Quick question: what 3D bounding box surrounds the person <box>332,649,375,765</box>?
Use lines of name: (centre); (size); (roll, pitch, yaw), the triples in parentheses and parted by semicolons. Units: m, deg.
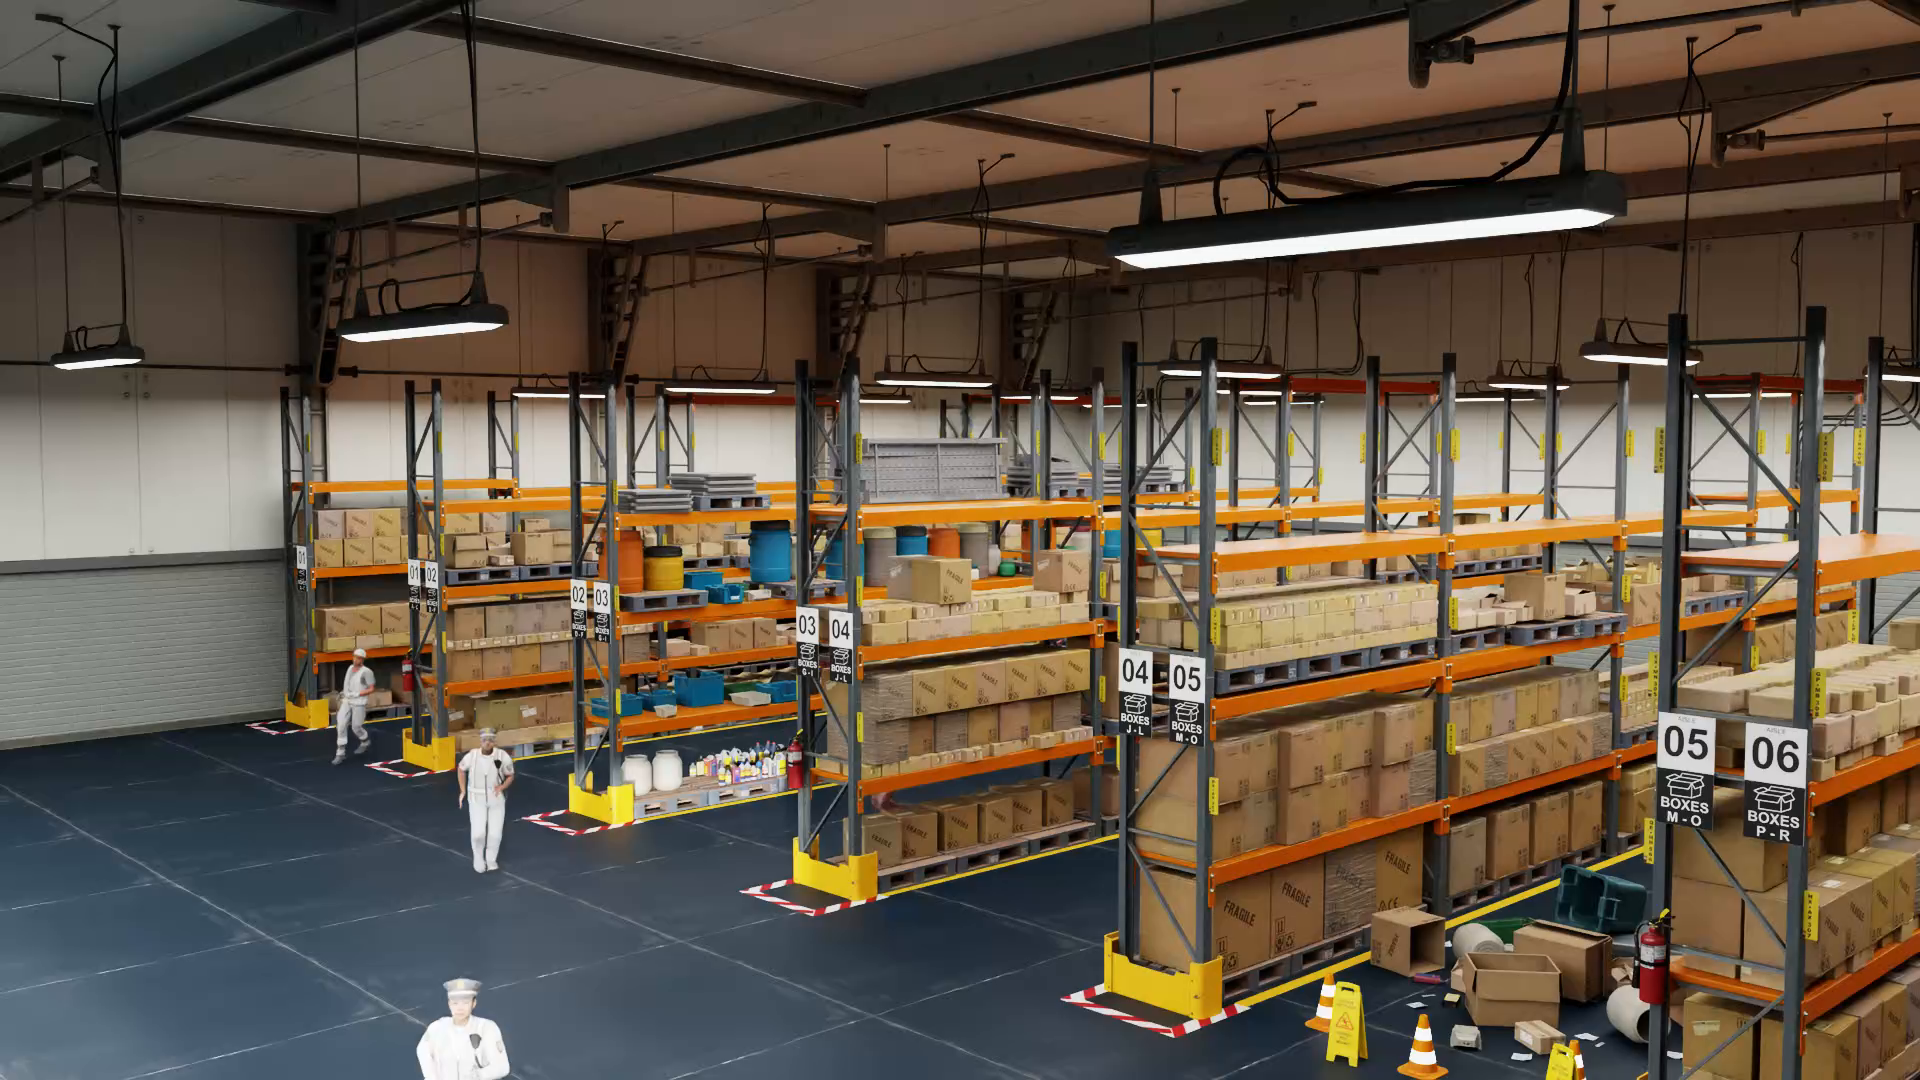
person: (-9.510, 2.601, 26.254); (0.689, 1.787, 0.861); (1, 4, 17)

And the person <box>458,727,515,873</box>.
person: (-5.529, 3.043, 19.430); (0.639, 1.739, 0.733); (-1, 4, -18)

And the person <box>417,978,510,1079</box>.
person: (-3.166, 3.641, 10.586); (0.593, 1.752, 0.695); (-1, 4, -12)

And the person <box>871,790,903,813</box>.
person: (-0.875, 2.995, 21.288); (0.589, 1.636, 0.589); (3, 5, 42)
